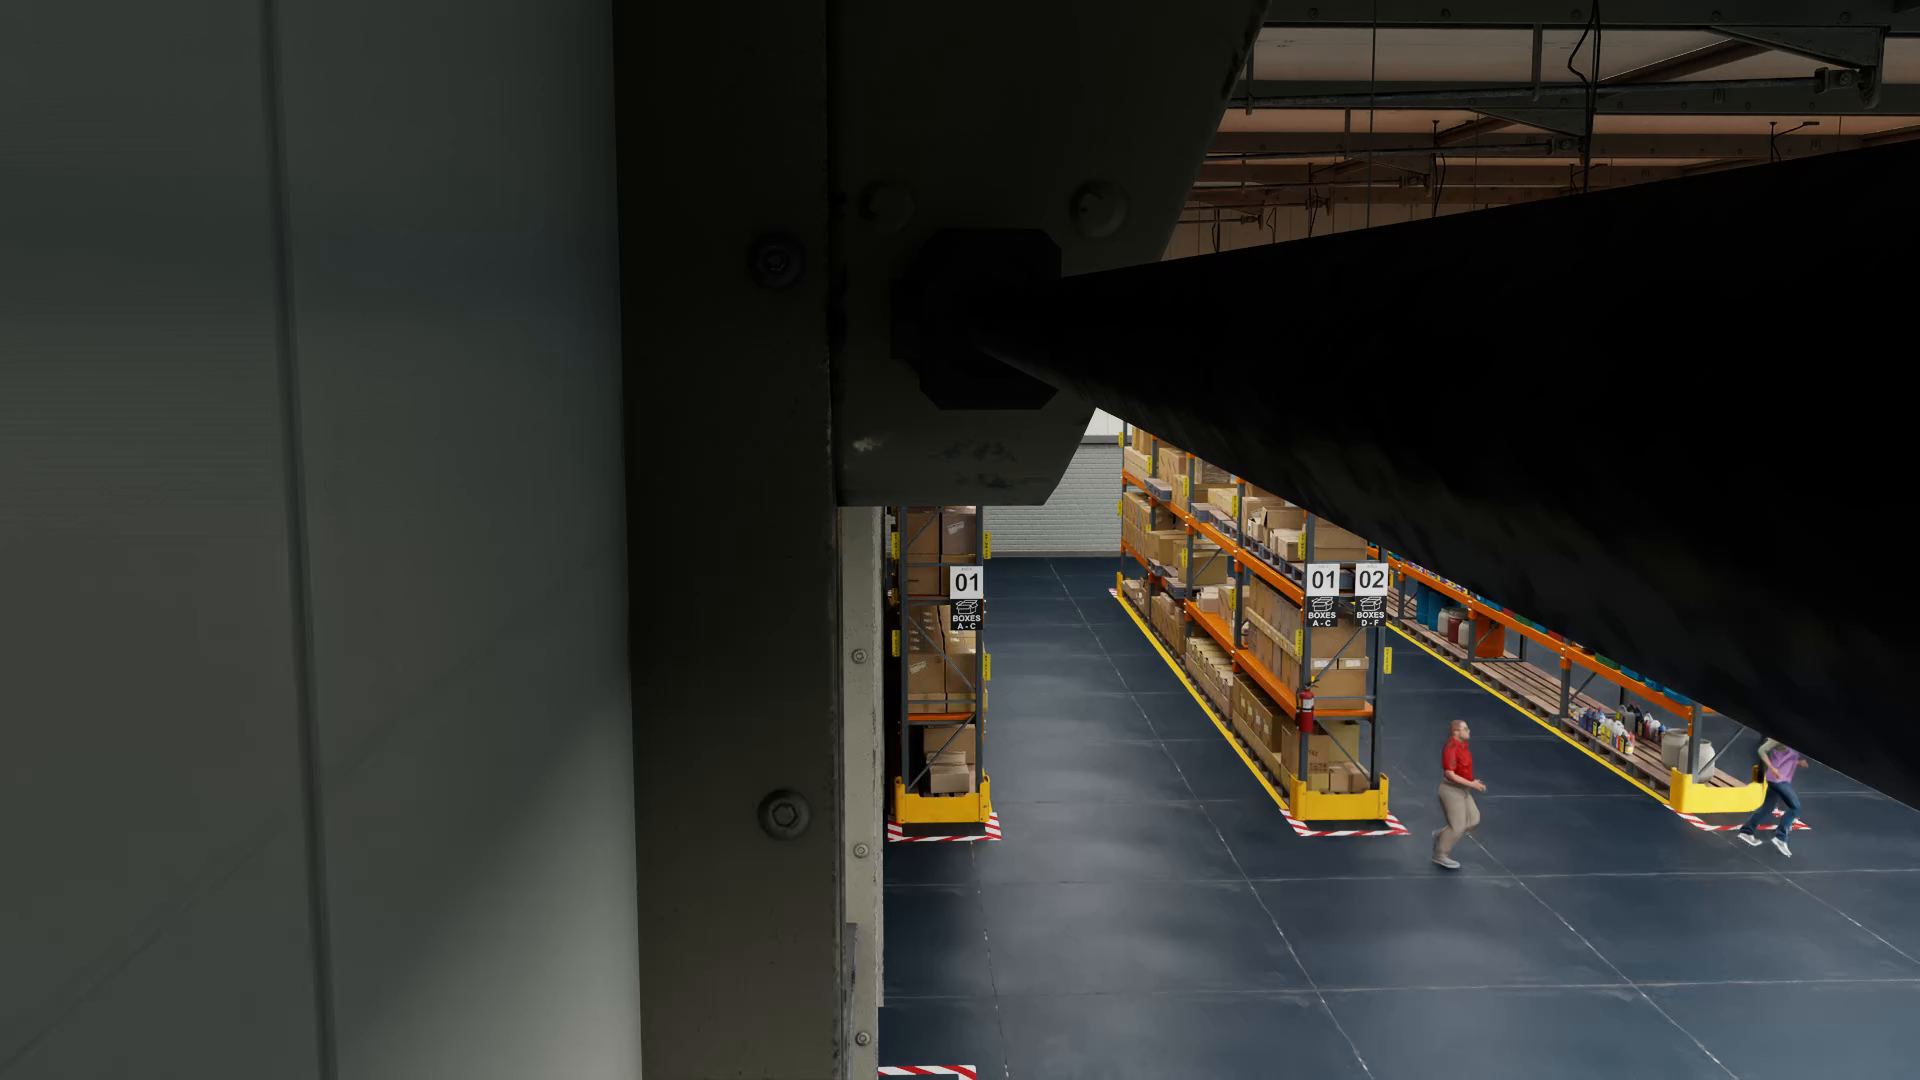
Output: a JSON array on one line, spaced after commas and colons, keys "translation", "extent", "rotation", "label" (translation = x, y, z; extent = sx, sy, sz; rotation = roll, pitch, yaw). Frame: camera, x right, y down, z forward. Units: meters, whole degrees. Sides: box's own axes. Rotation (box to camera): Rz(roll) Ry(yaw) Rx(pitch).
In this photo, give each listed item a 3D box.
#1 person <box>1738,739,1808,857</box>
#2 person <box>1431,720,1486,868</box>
[{"translation": [9.518, 2.829, 19.429], "extent": [0.678, 1.603, 0.540], "rotation": [5, 9, 31], "label": "person"}, {"translation": [5.650, 2.856, 18.802], "extent": [0.609, 1.691, 0.699], "rotation": [4, 9, 27], "label": "person"}]
